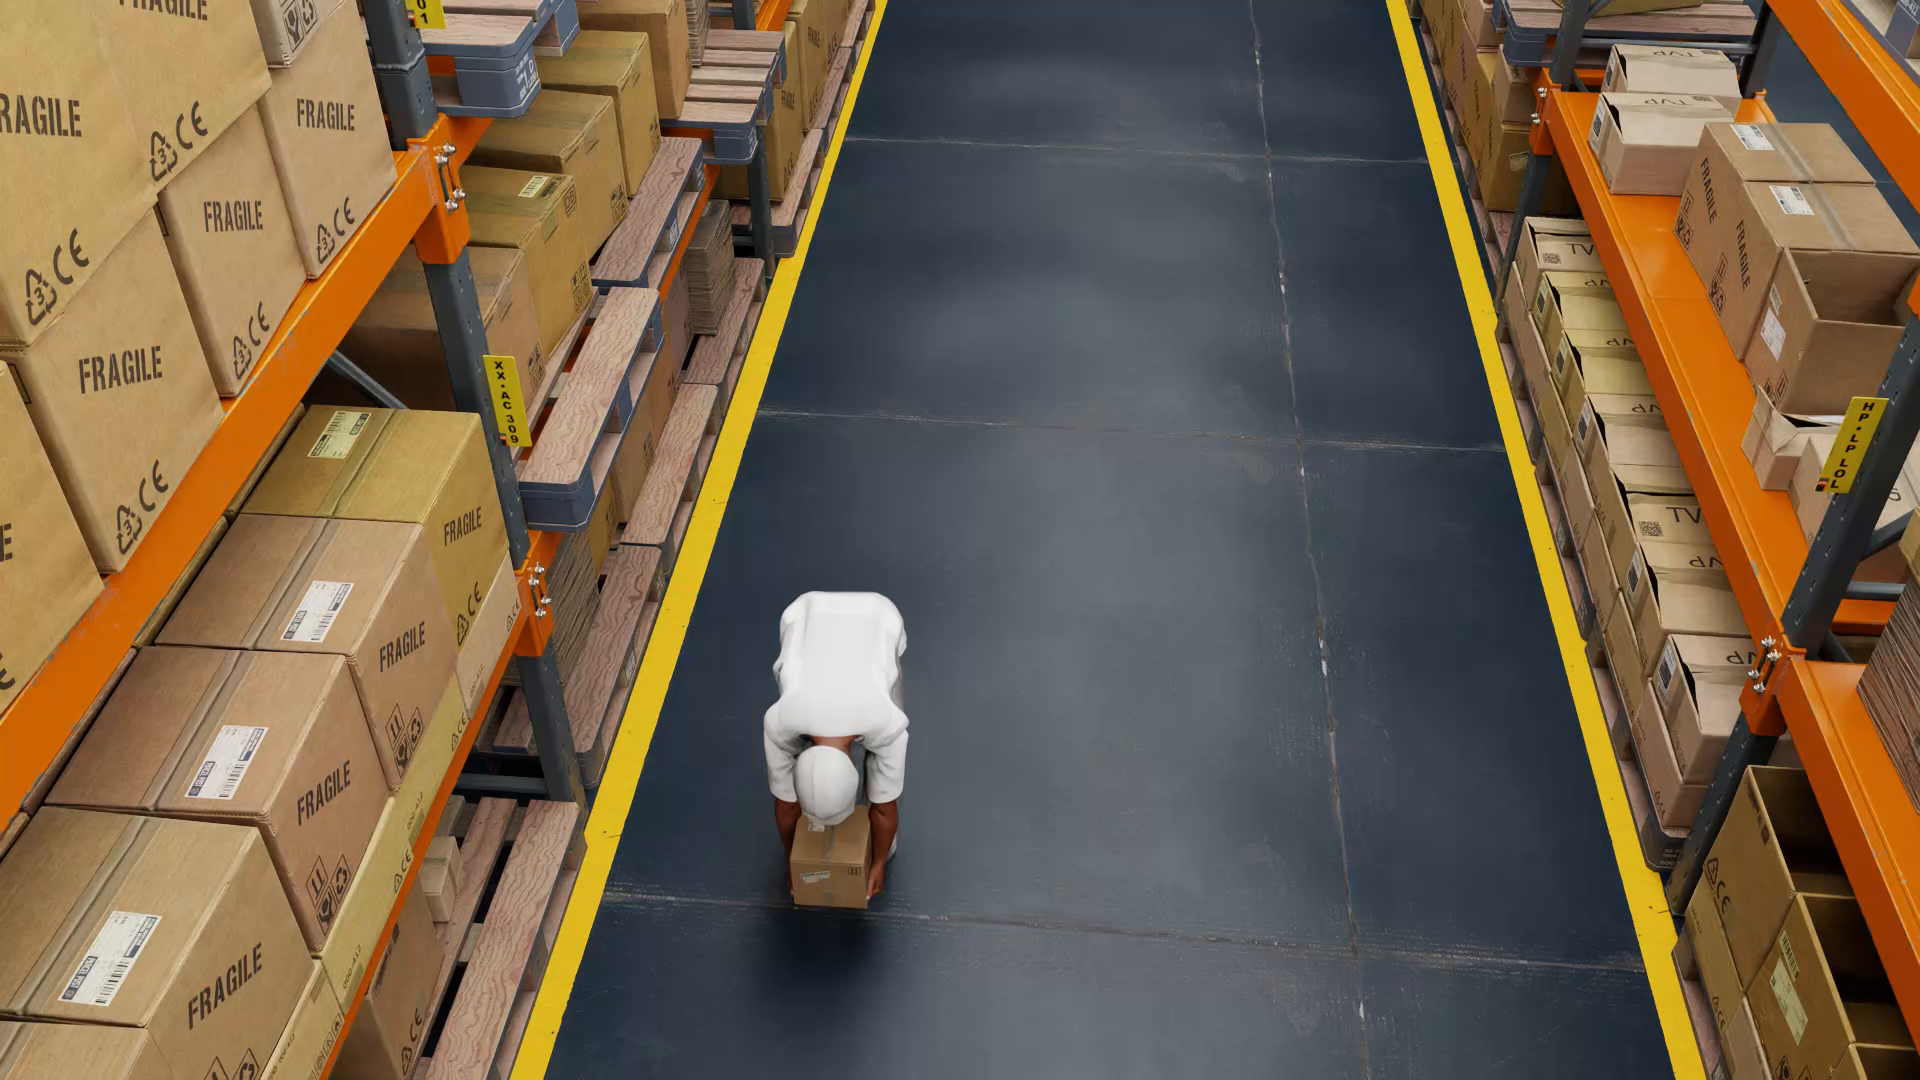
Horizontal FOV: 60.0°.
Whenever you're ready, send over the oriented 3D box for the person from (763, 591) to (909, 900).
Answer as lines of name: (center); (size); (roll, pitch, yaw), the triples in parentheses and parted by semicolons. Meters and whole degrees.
person: (-0.407, 0.789, 5.735); (0.489, 1.065, 0.982); (2, 40, 2)
